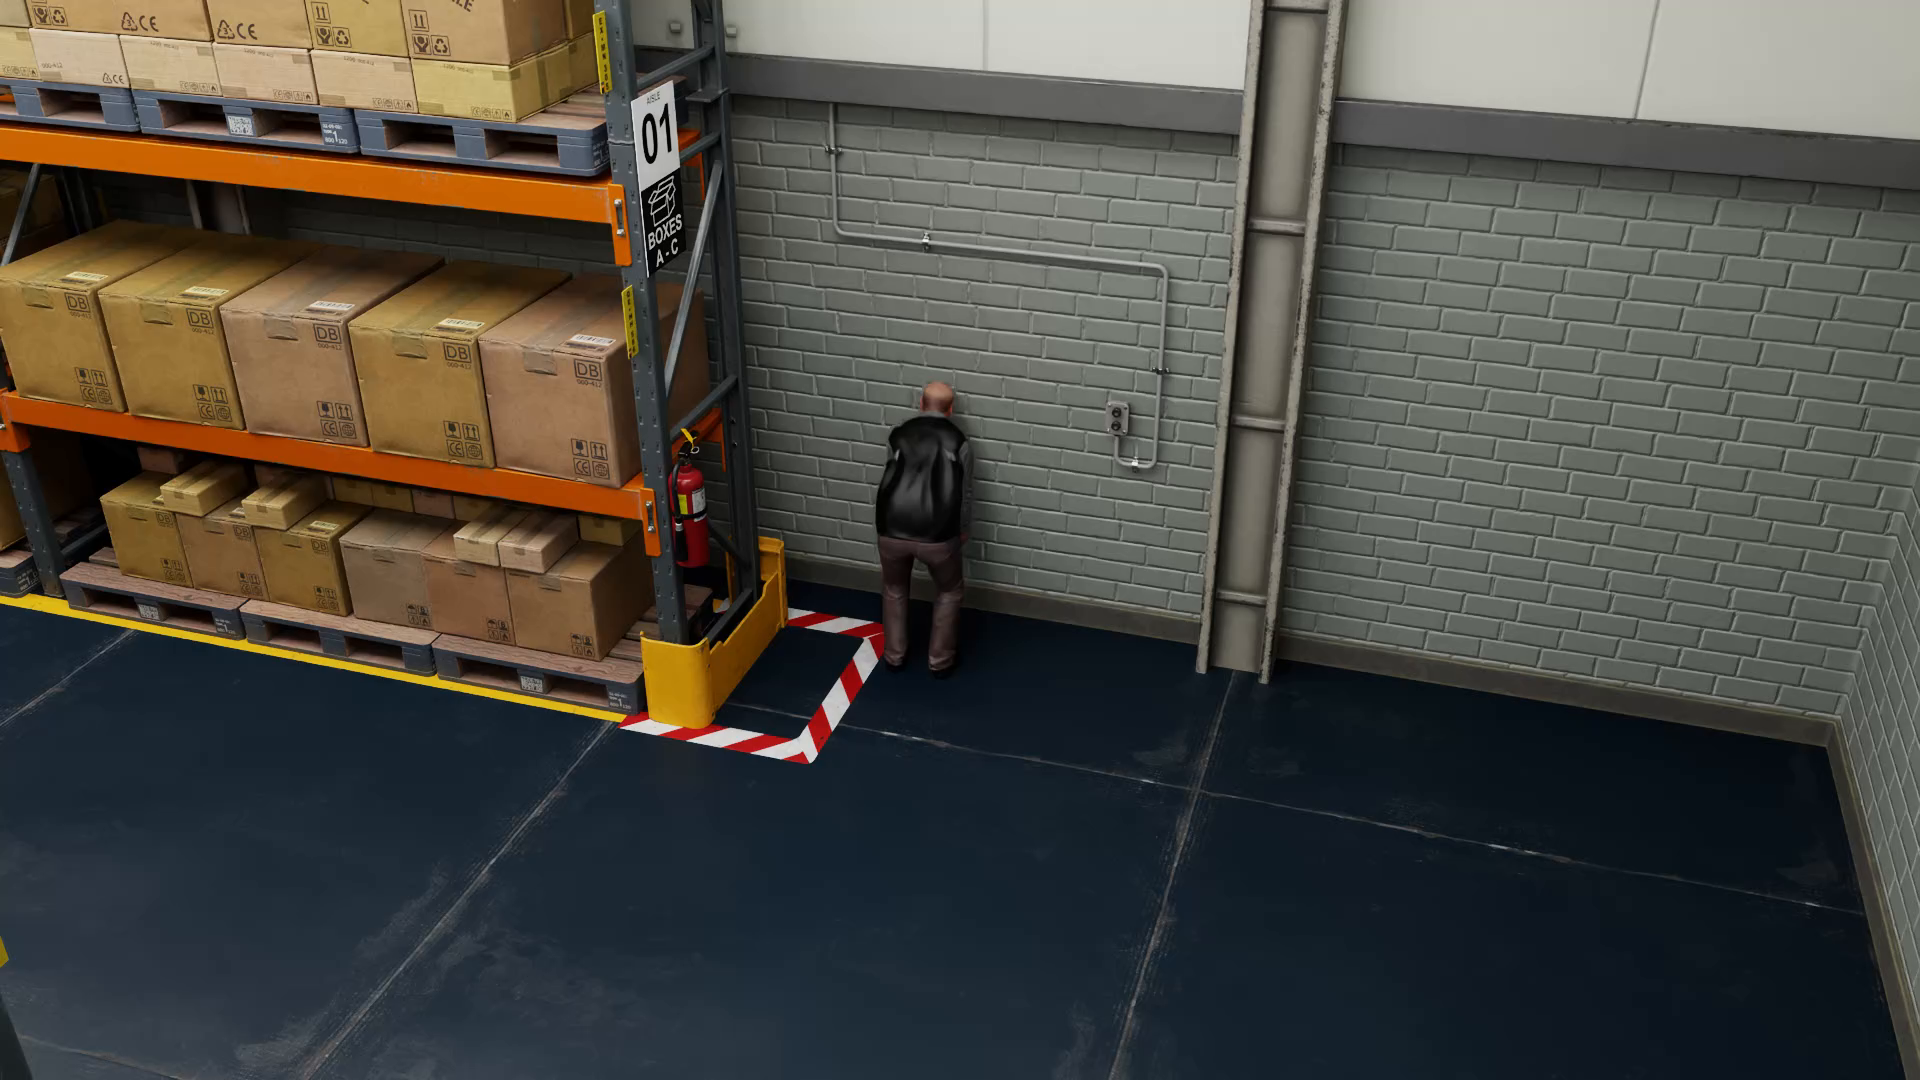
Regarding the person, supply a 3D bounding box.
[{"bbox_3d":[-0.180,0.001,8.902,0.469,1.369,0.798,7,30,12],"label":"person"}]
